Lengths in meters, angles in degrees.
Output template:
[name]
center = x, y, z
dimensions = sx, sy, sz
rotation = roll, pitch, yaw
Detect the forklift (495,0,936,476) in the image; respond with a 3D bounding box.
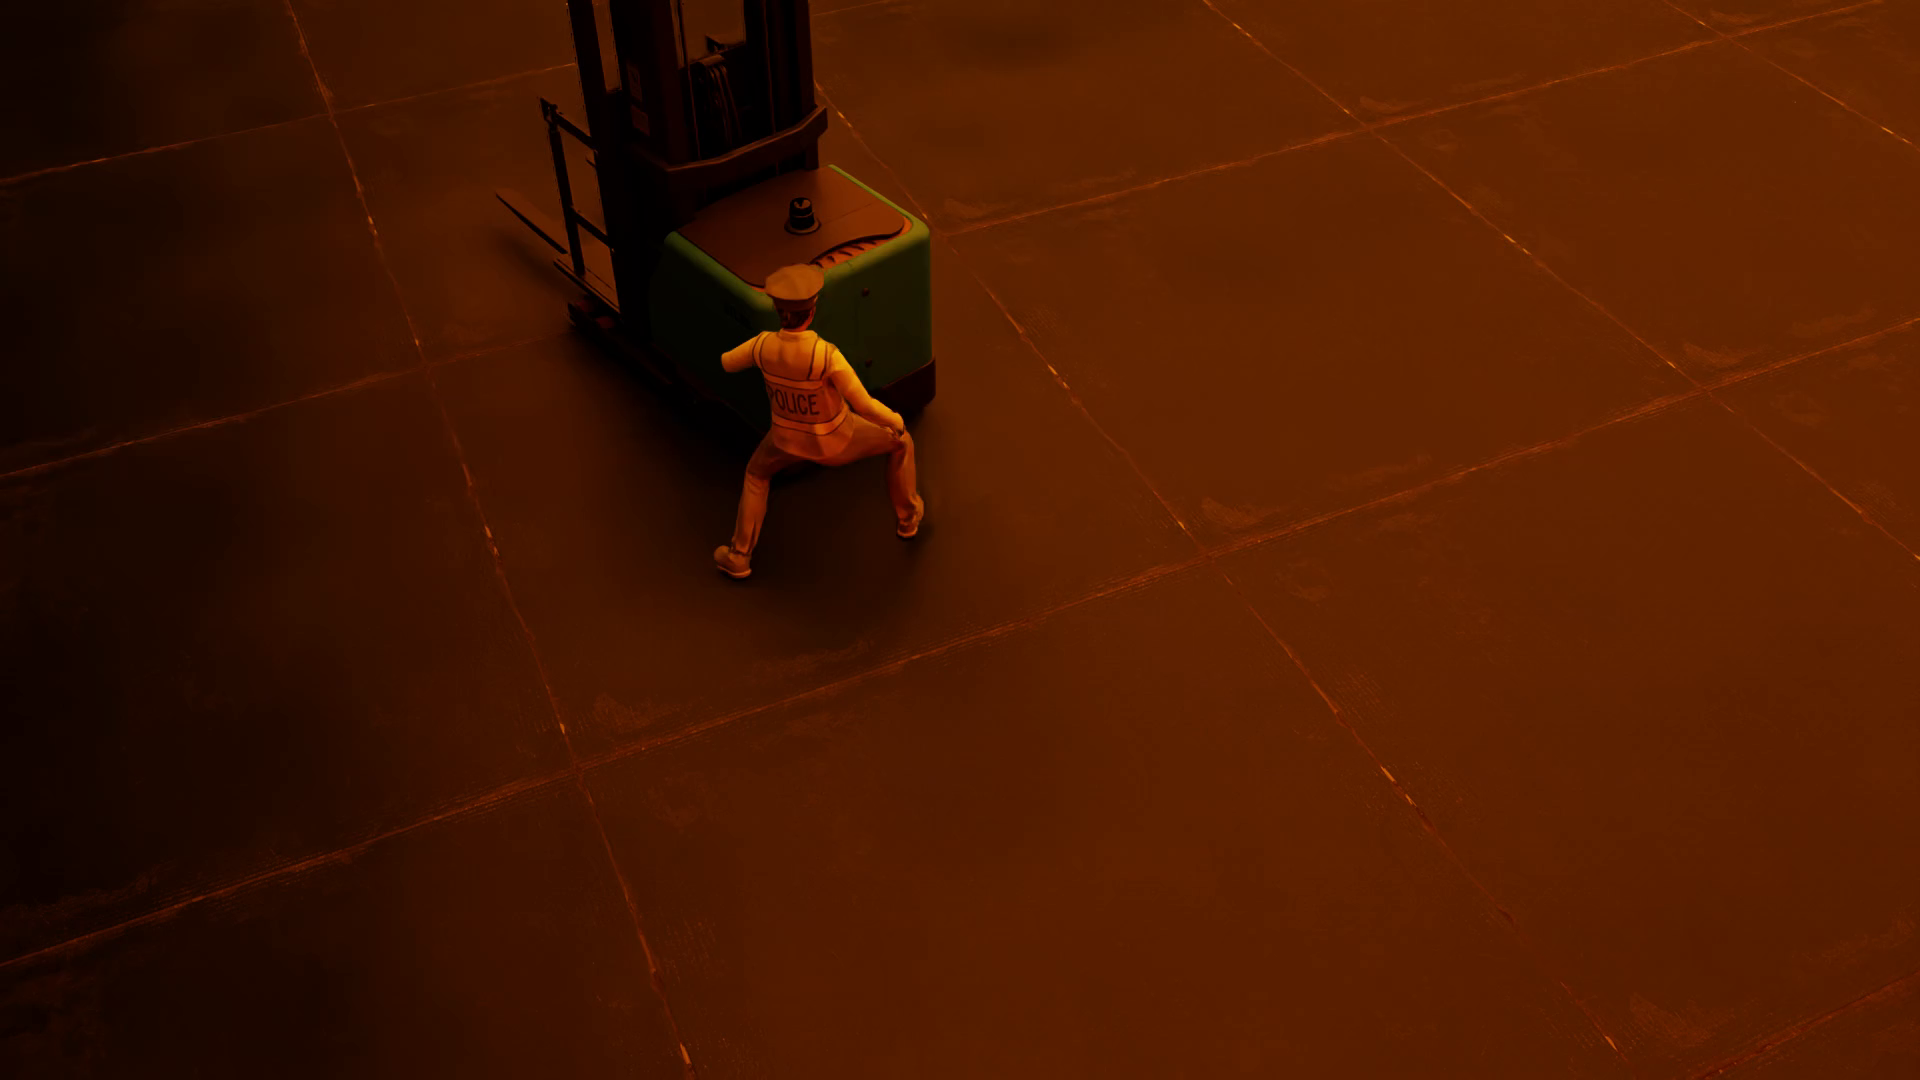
[forklift]
center = -1.468, -2.312, 8.158
dimensions = 1.130, 2.935, 3.031
rotation = -31, 51, -29

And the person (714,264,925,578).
[person]
center = -0.679, -0.533, 7.328
dimensions = 0.899, 1.538, 0.781
rotation = 15, 45, 15
